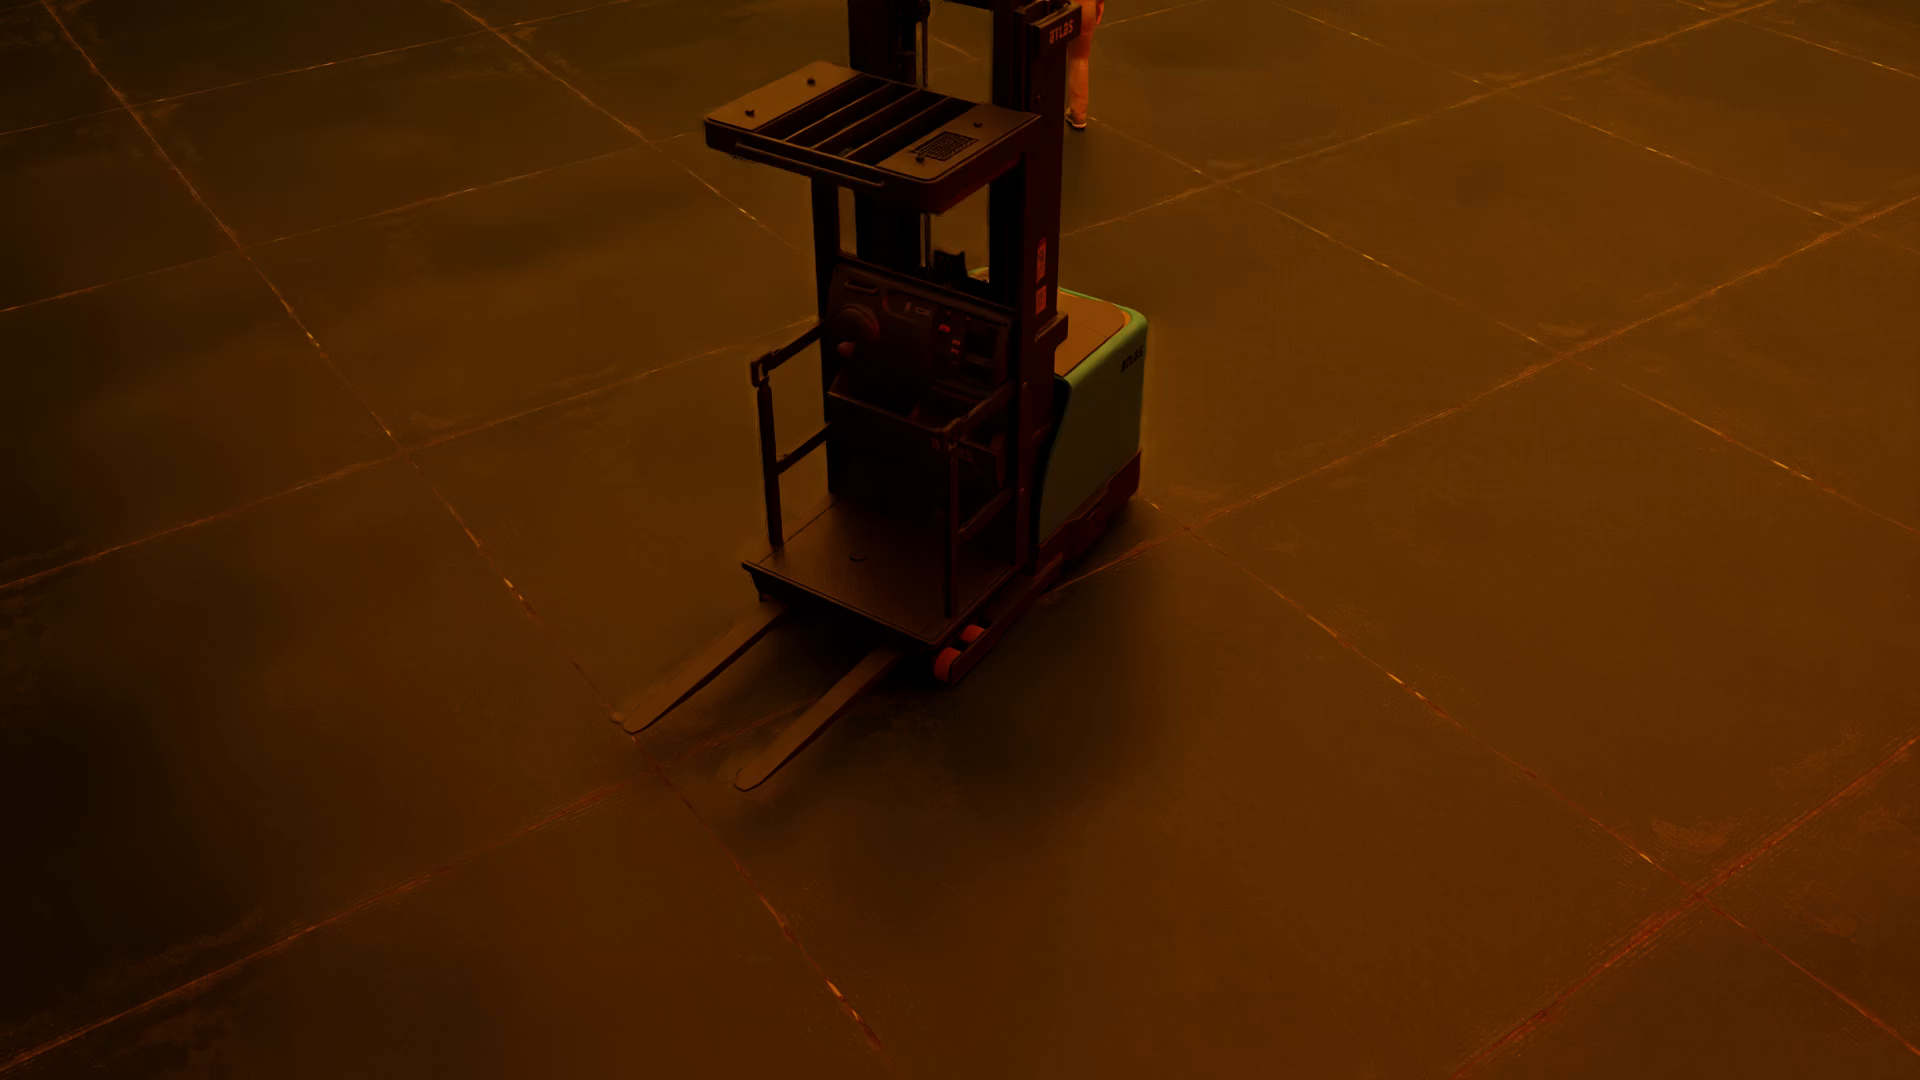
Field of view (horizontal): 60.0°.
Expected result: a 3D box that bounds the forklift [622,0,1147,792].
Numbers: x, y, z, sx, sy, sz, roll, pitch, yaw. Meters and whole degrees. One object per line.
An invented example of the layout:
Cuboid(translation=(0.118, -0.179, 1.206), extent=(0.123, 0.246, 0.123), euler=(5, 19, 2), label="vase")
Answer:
Cuboid(translation=(-0.304, -0.849, 7.093), extent=(1.130, 2.935, 3.031), euler=(22, 42, 26), label="forklift")

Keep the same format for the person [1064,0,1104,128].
Cuboid(translation=(0.777, -3.897, 12.315), extent=(0.636, 1.789, 0.509), euler=(-9, 37, -11), label="person")
